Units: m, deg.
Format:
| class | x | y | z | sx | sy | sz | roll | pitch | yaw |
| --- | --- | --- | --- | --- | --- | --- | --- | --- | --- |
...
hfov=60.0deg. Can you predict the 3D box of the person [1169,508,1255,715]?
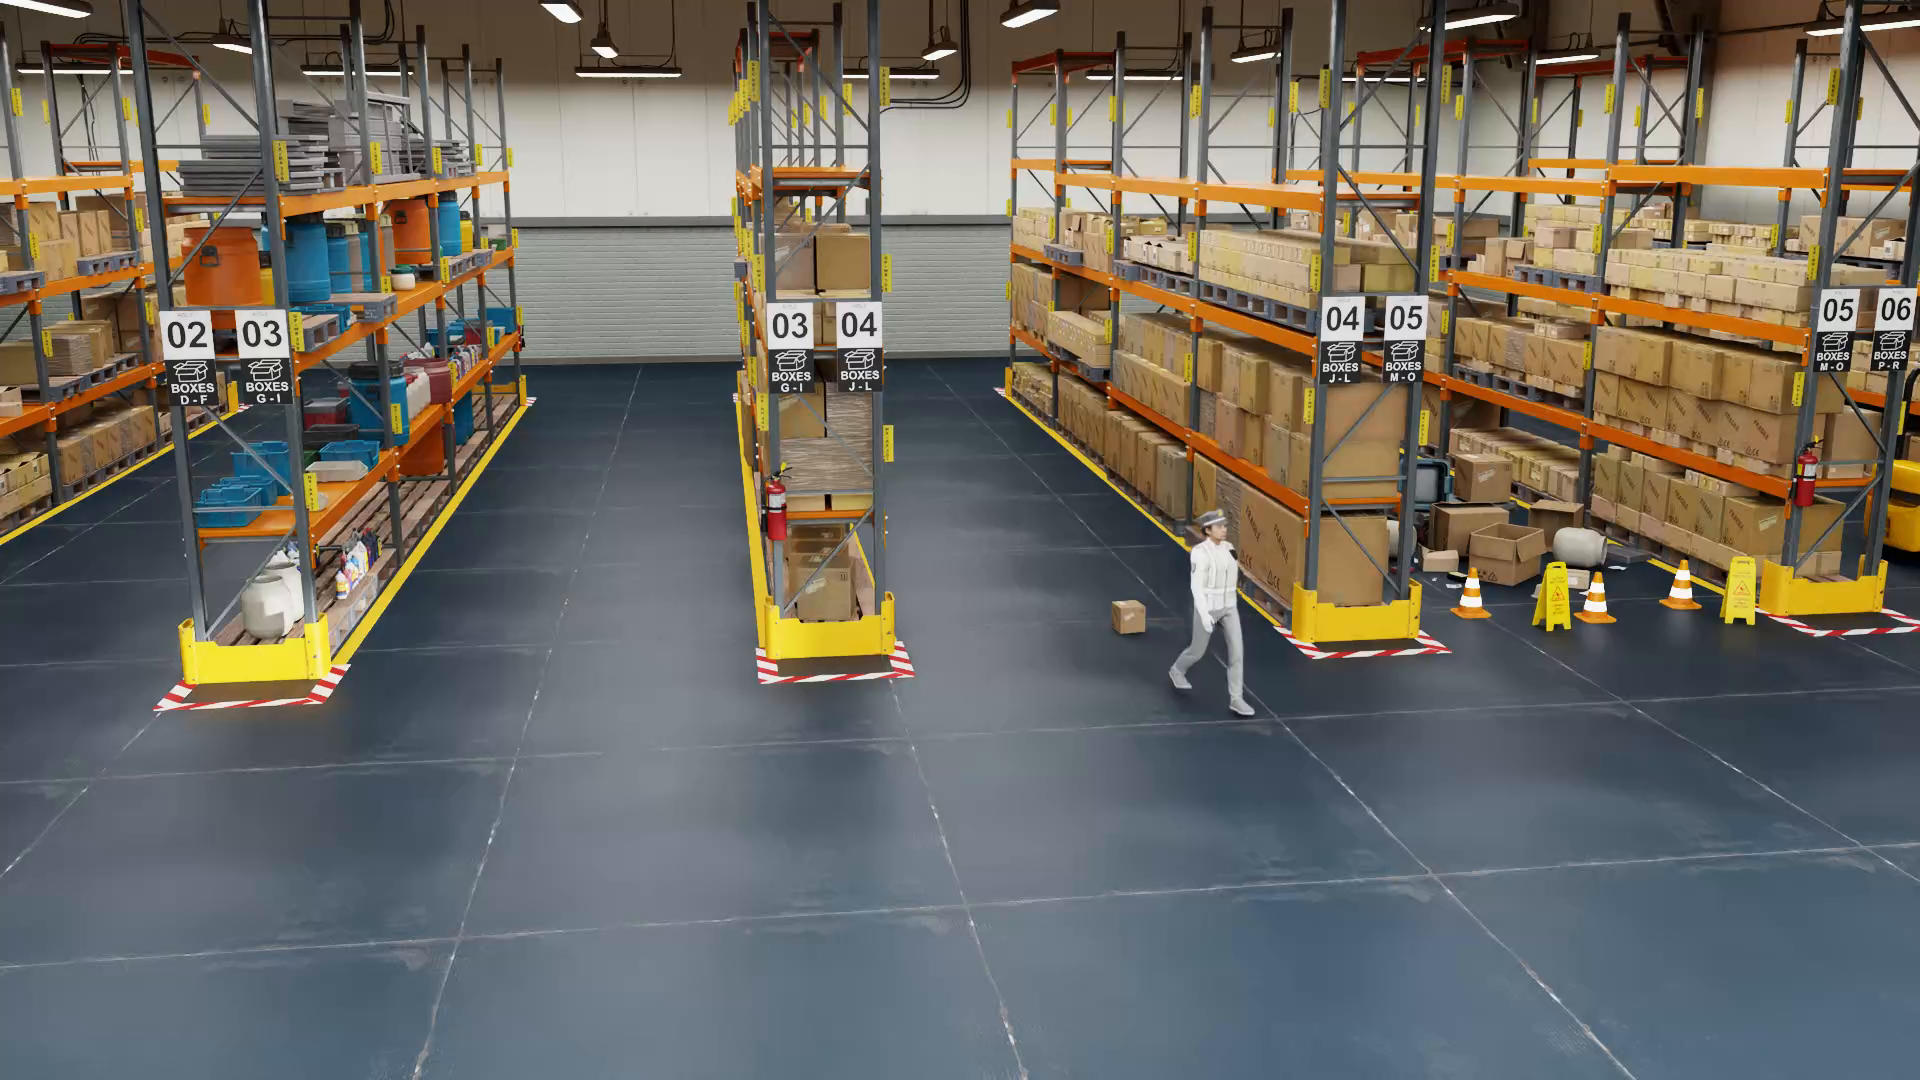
| class | x | y | z | sx | sy | sz | roll | pitch | yaw |
| --- | --- | --- | --- | --- | --- | --- | --- | --- | --- |
| person | 2.075 | 0.543 | 13.588 | 0.475 | 1.641 | 0.950 | -6 | 15 | -25 |
